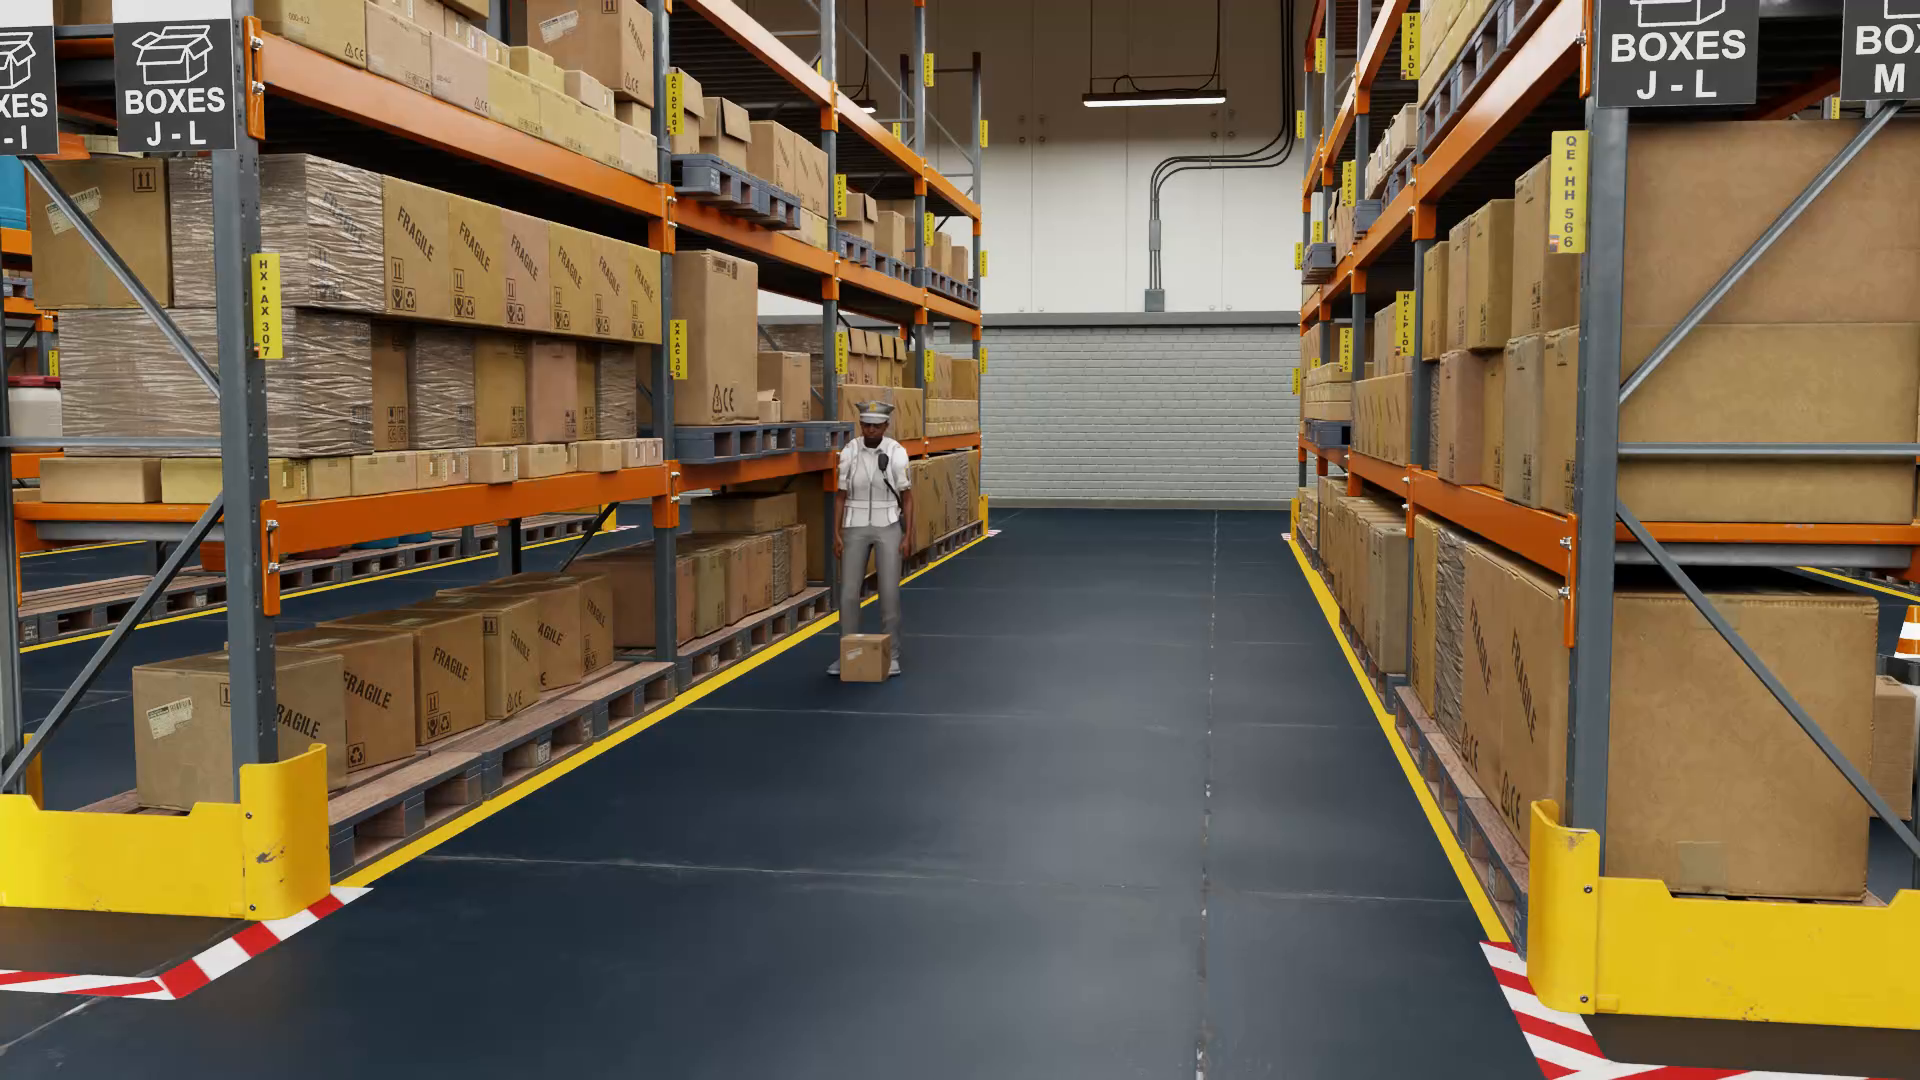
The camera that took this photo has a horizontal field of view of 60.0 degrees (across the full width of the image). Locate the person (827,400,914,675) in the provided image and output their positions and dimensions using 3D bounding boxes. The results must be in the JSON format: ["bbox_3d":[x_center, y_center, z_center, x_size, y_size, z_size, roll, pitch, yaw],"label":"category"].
[{"bbox_3d":[-0.544,-0.013,10.069,0.521,1.659,0.327,1,5,7],"label":"person"}]
